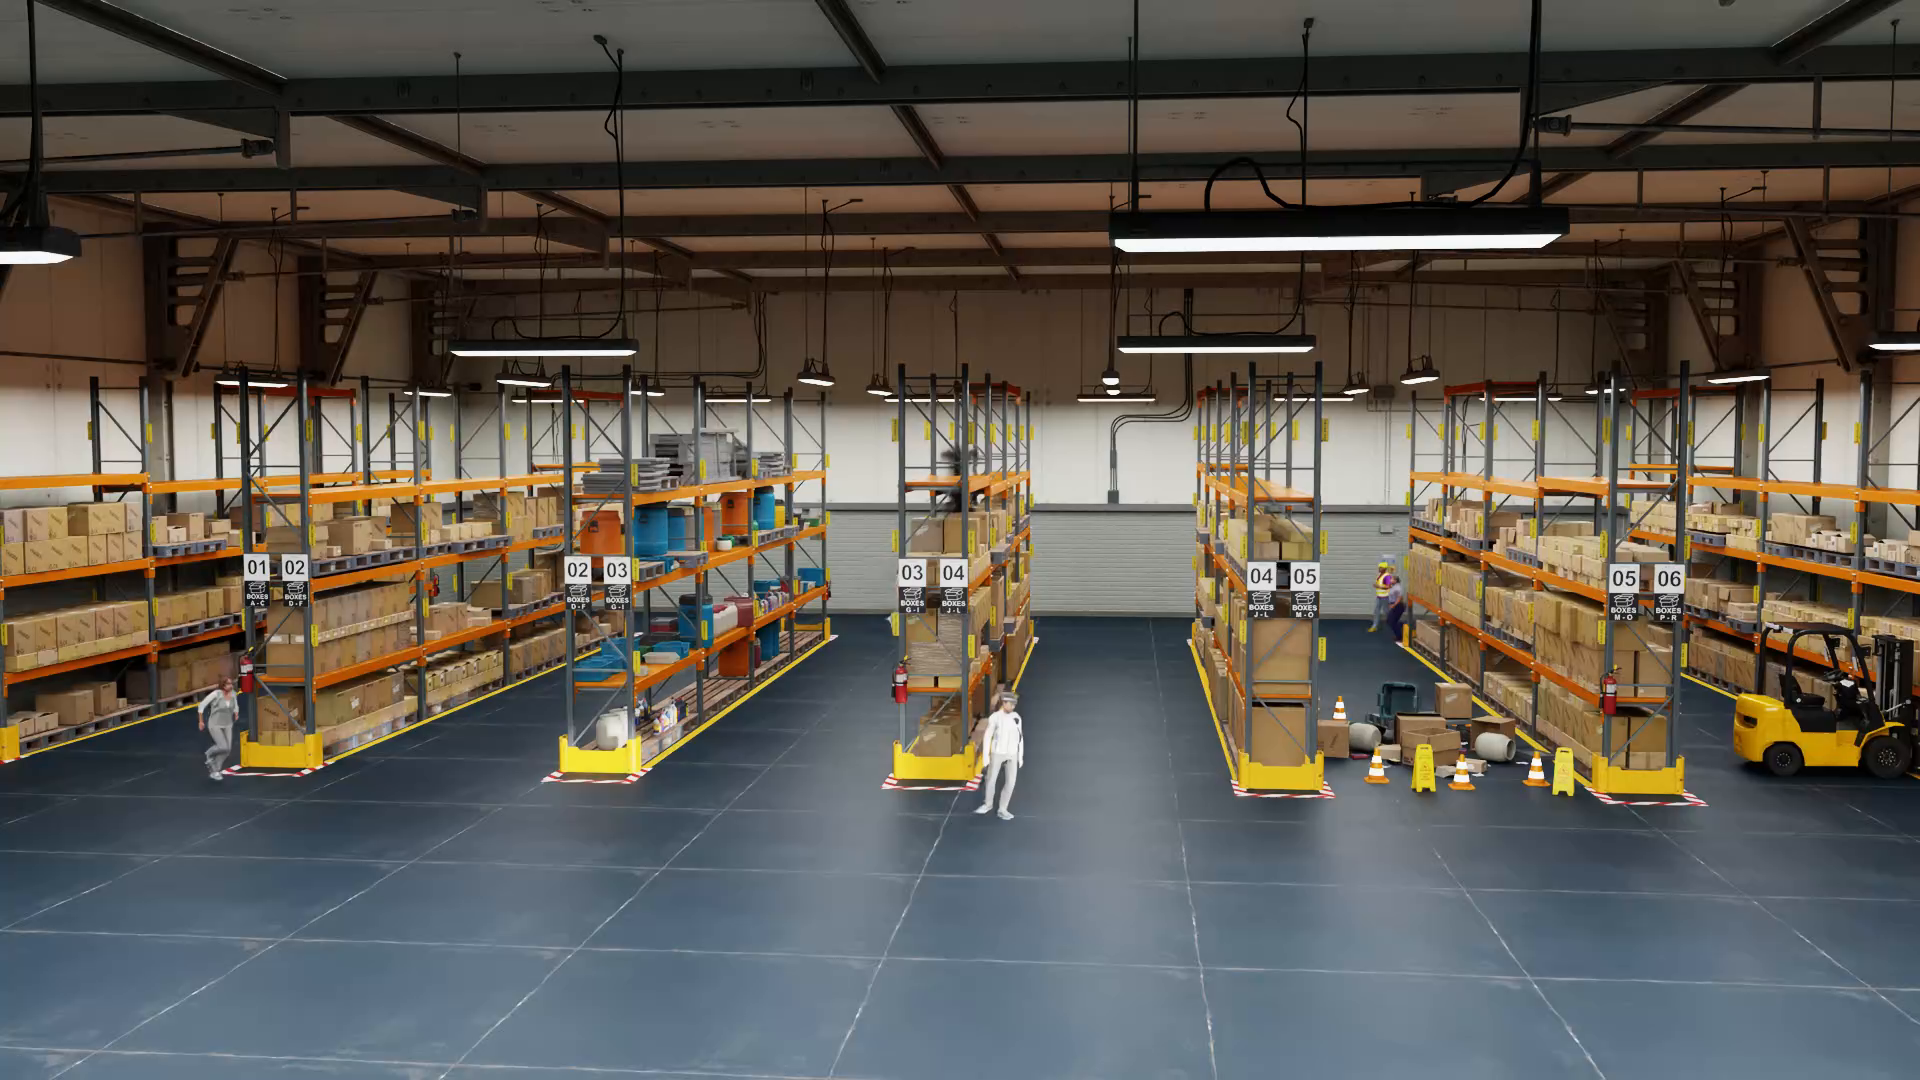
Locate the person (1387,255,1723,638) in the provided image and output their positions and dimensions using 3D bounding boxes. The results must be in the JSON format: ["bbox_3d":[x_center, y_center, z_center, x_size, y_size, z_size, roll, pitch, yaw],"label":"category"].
[{"bbox_3d":[13.581,-2.084,39.809,6.522,8.933,9.002,0,4,6],"label":"person"}]

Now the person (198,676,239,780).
[{"bbox_3d":[-10.633,2.701,23.938,0.623,1.518,0.519,2,4,31],"label":"person"}]

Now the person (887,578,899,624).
[{"bbox_3d":[-1.415,1.460,42.005,0.896,1.649,0.552,1,4,14],"label":"person"}]

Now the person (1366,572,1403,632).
[{"bbox_3d":[10.623,1.549,41.605,0.976,1.499,0.677,-1,4,-13],"label":"person"}]

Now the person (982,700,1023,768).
[{"bbox_3d":[0.557,2.477,21.525,0.532,0.990,0.323,-1,4,-18],"label":"person"}]
